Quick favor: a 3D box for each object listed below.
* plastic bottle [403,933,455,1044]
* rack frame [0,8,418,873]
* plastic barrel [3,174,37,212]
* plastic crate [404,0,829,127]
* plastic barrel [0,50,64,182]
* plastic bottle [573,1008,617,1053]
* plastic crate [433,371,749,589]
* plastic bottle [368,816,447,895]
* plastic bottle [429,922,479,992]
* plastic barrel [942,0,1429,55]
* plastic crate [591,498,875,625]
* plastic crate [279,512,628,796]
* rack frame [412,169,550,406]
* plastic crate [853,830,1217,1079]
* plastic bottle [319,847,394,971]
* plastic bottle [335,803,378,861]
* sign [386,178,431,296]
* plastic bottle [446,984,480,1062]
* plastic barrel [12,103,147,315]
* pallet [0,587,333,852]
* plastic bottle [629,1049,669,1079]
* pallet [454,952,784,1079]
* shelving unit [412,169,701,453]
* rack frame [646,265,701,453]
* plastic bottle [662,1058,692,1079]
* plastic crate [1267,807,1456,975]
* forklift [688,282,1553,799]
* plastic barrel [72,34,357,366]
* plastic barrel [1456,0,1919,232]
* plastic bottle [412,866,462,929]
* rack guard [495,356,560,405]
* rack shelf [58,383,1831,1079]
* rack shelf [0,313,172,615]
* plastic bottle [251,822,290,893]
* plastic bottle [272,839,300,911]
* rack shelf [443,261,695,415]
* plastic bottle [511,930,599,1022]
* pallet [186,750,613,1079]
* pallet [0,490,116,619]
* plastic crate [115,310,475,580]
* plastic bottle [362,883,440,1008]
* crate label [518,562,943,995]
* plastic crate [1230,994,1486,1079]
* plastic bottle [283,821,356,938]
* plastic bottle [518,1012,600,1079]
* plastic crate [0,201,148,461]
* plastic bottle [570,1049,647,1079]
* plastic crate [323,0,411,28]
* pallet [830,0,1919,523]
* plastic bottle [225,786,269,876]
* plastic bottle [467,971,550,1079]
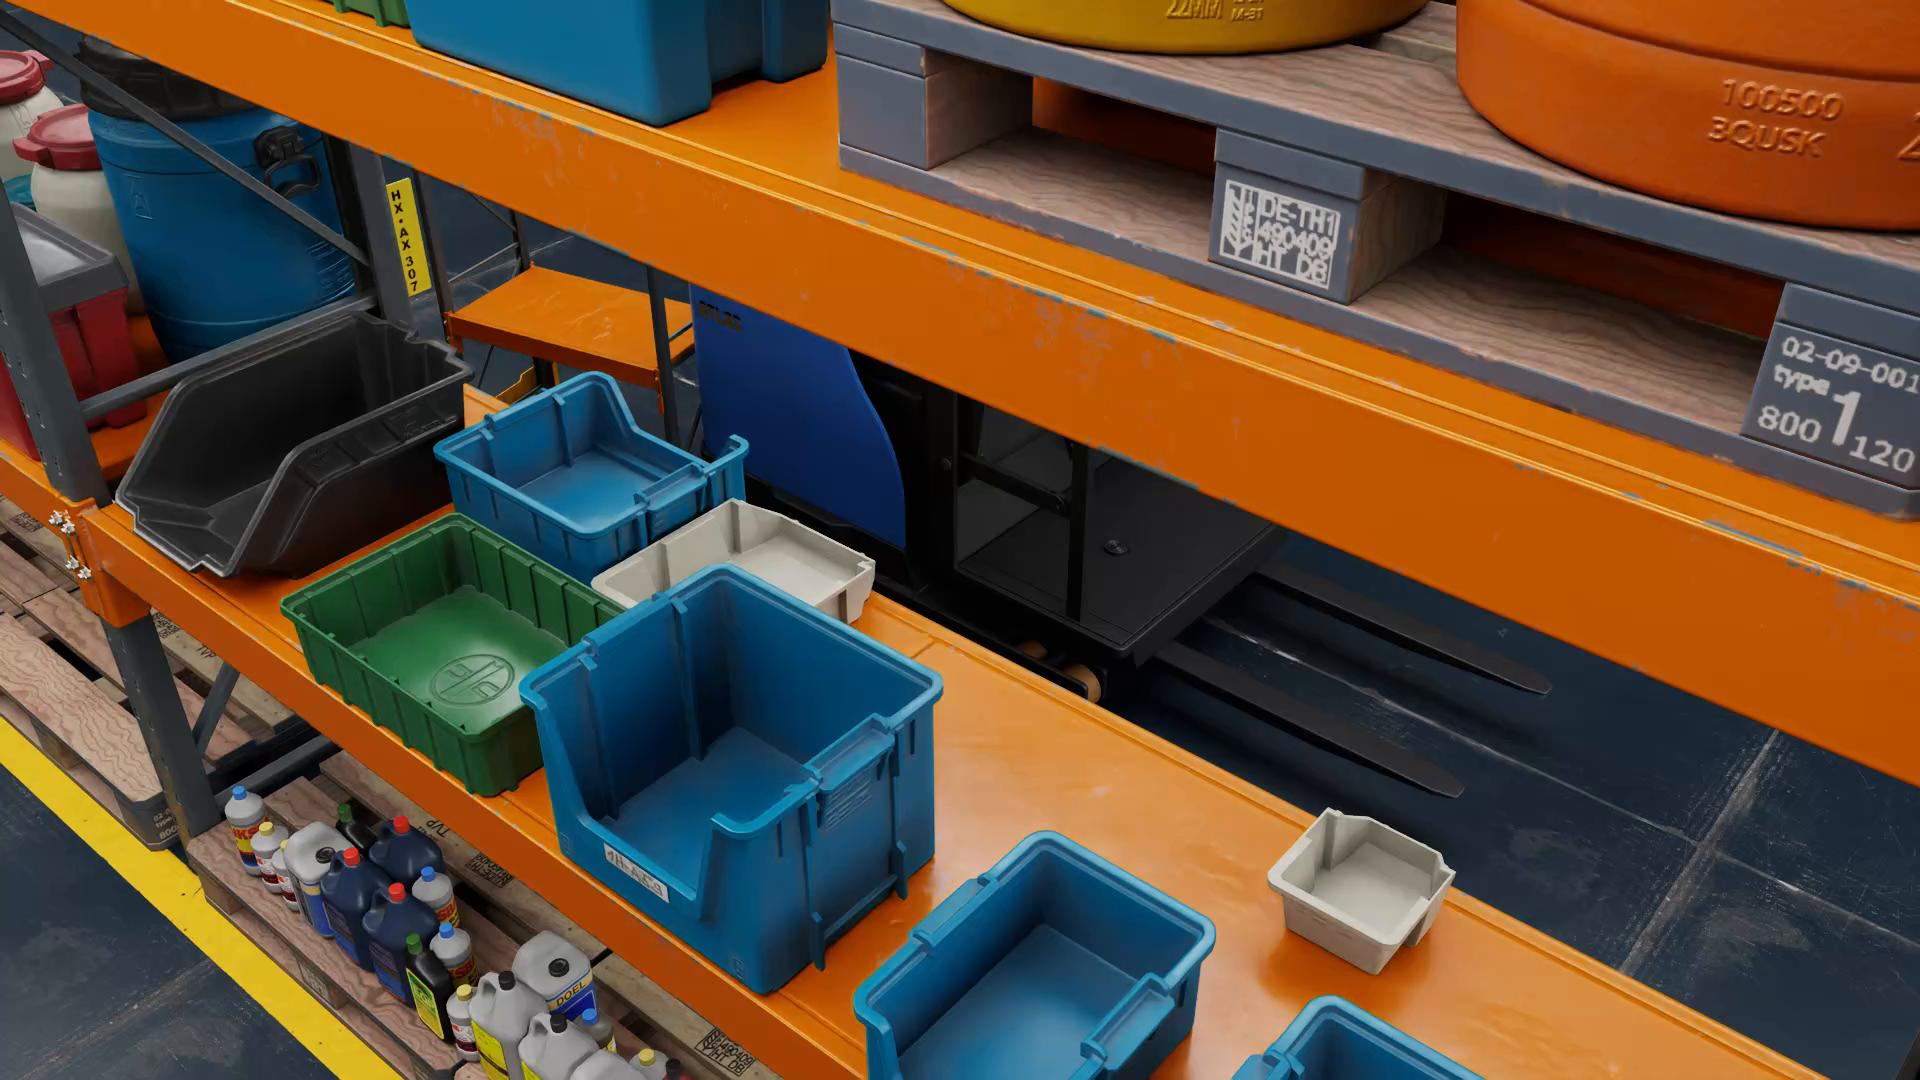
[{"bbox_3d":[-1.280,1.083,4.034,0.133,0.283,0.061,27,43,34],"label":"plastic bottle"},{"bbox_3d":[-1.881,-0.474,4.291,0.127,3.000,1.000,25,42,32],"label":"rack frame"},{"bbox_3d":[-2.800,-0.963,5.125,0.301,0.262,0.301,0,34,0],"label":"plastic barrel"},{"bbox_3d":[-0.465,-0.815,2.152,0.575,0.384,0.392,25,42,32],"label":"plastic crate"},{"bbox_3d":[-3.039,-1.238,5.283,0.433,0.535,0.433,0,34,0],"label":"plastic barrel"},{"bbox_3d":[-0.867,1.192,3.948,0.097,0.201,0.097,0,34,0],"label":"plastic bottle"},{"bbox_3d":[-0.856,-0.130,3.921,0.616,0.251,0.499,25,42,32],"label":"plastic crate"},{"bbox_3d":[-1.433,0.847,4.319,0.185,0.351,0.144,25,42,32],"label":"plastic bottle"},{"bbox_3d":[-1.244,1.047,4.097,0.097,0.271,0.097,0,34,0],"label":"plastic bottle"},{"bbox_3d":[0.236,-0.870,1.681,0.600,0.588,0.600,0,34,0],"label":"plastic barrel"},{"bbox_3d":[-0.471,0.112,3.670,0.437,0.136,0.530,25,42,32],"label":"plastic crate"},{"bbox_3d":[-1.018,0.228,3.456,0.662,0.188,0.450,25,42,32],"label":"plastic crate"},{"bbox_3d":[-1.862,-1.072,6.487,0.032,1.500,0.500,16,38,22],"label":"rack frame"},{"bbox_3d":[0.122,0.747,2.644,0.408,0.251,0.499,25,42,32],"label":"plastic crate"},{"bbox_3d":[-1.526,0.909,4.228,0.185,0.351,0.144,26,42,33],"label":"plastic bottle"},{"bbox_3d":[-1.582,0.829,4.404,0.133,0.283,0.061,25,42,32],"label":"plastic bottle"},{"bbox_3d":[-1.520,-0.824,4.555,0.005,0.325,0.100,25,42,32],"label":"sign"},{"bbox_3d":[-1.178,1.152,4.006,0.097,0.201,0.097,0,34,0],"label":"plastic bottle"},{"bbox_3d":[-2.475,-0.972,4.896,0.433,0.535,0.433,0,34,0],"label":"plastic barrel"},{"bbox_3d":[-2.509,0.408,5.470,1.213,0.211,1.003,25,42,32],"label":"pallet"},{"bbox_3d":[-0.716,1.258,3.852,0.097,0.201,0.097,0,34,0],"label":"plastic bottle"},{"bbox_3d":[-0.449,1.378,4.056,1.213,0.211,1.003,25,42,32],"label":"pallet"},{"bbox_3d":[-1.419,-0.943,6.298,1.083,1.500,0.587,16,38,22],"label":"shelving unit"},{"bbox_3d":[-0.958,-0.809,6.103,0.032,1.500,0.500,16,38,22],"label":"rack frame"},{"bbox_3d":[-0.607,1.289,3.735,0.133,0.283,0.061,25,42,32],"label":"plastic bottle"},{"bbox_3d":[0.712,0.619,2.932,0.250,0.136,0.298,25,42,32],"label":"plastic crate"},{"bbox_3d":[0.482,-0.979,5.086,3.031,2.935,1.130,25,42,32],"label":"forklift"},{"bbox_3d":[-1.984,-0.953,4.545,0.708,0.901,0.600,25,42,32],"label":"plastic barrel"},{"bbox_3d":[0.739,-0.733,1.267,0.708,0.830,0.600,25,42,32],"label":"plastic barrel"},{"bbox_3d":[-1.337,0.942,4.250,0.097,0.271,0.097,0,34,0],"label":"plastic bottle"},{"bbox_3d":[-1.861,-0.557,6.840,0.087,0.250,0.587,16,38,22],"label":"rack guard"},{"bbox_3d":[-0.343,0.547,3.440,4.000,0.370,1.077,25,42,32],"label":"rack shelf"},{"bbox_3d":[-3.418,-0.902,5.549,4.000,0.370,1.077,25,42,32],"label":"rack shelf"},{"bbox_3d":[-1.838,0.841,4.459,0.097,0.201,0.097,0,34,0],"label":"plastic bottle"},{"bbox_3d":[-1.760,0.878,4.406,0.097,0.201,0.097,0,34,0],"label":"plastic bottle"},{"bbox_3d":[-1.410,-0.792,6.397,1.000,0.185,0.538,16,38,22],"label":"rack shelf"},{"bbox_3d":[-0.978,1.089,4.032,0.135,0.276,0.152,25,42,32],"label":"plastic bottle"},{"bbox_3d":[-1.391,0.937,4.700,1.213,0.211,1.003,25,42,32],"label":"pallet"},{"bbox_3d":[-3.451,-0.034,6.113,1.213,0.211,1.003,25,42,32],"label":"pallet"},{"bbox_3d":[-1.560,-0.204,3.952,0.504,0.338,0.767,25,42,32],"label":"plastic crate"},{"bbox_3d":[-1.381,0.978,4.128,0.185,0.351,0.144,23,41,30],"label":"plastic bottle"},{"bbox_3d":[-0.394,0.411,2.971,0.616,0.435,0.502,25,42,32],"label":"crate label"},{"bbox_3d":[0.617,0.985,2.298,0.616,0.251,0.499,25,42,32],"label":"plastic crate"},{"bbox_3d":[-1.650,0.878,4.338,0.135,0.276,0.152,27,43,33],"label":"plastic bottle"},{"bbox_3d":[-0.911,1.199,3.806,0.185,0.351,0.144,27,43,34],"label":"plastic bottle"},{"bbox_3d":[-2.448,-0.543,4.334,0.583,0.464,0.402,25,42,32],"label":"plastic crate"},{"bbox_3d":[-0.781,1.288,3.742,0.135,0.276,0.152,24,41,31],"label":"plastic bottle"},{"bbox_3d":[-0.842,-0.933,2.497,0.450,0.188,0.336,25,42,32],"label":"plastic crate"},{"bbox_3d":[0.620,-0.526,1.884,1.213,0.211,1.003,25,42,32],"label":"pallet"},{"bbox_3d":[-1.916,0.775,4.493,0.097,0.271,0.097,0,34,0],"label":"plastic bottle"},{"bbox_3d":[-1.054,1.132,3.904,0.185,0.351,0.144,25,42,31],"label":"plastic bottle"}]
